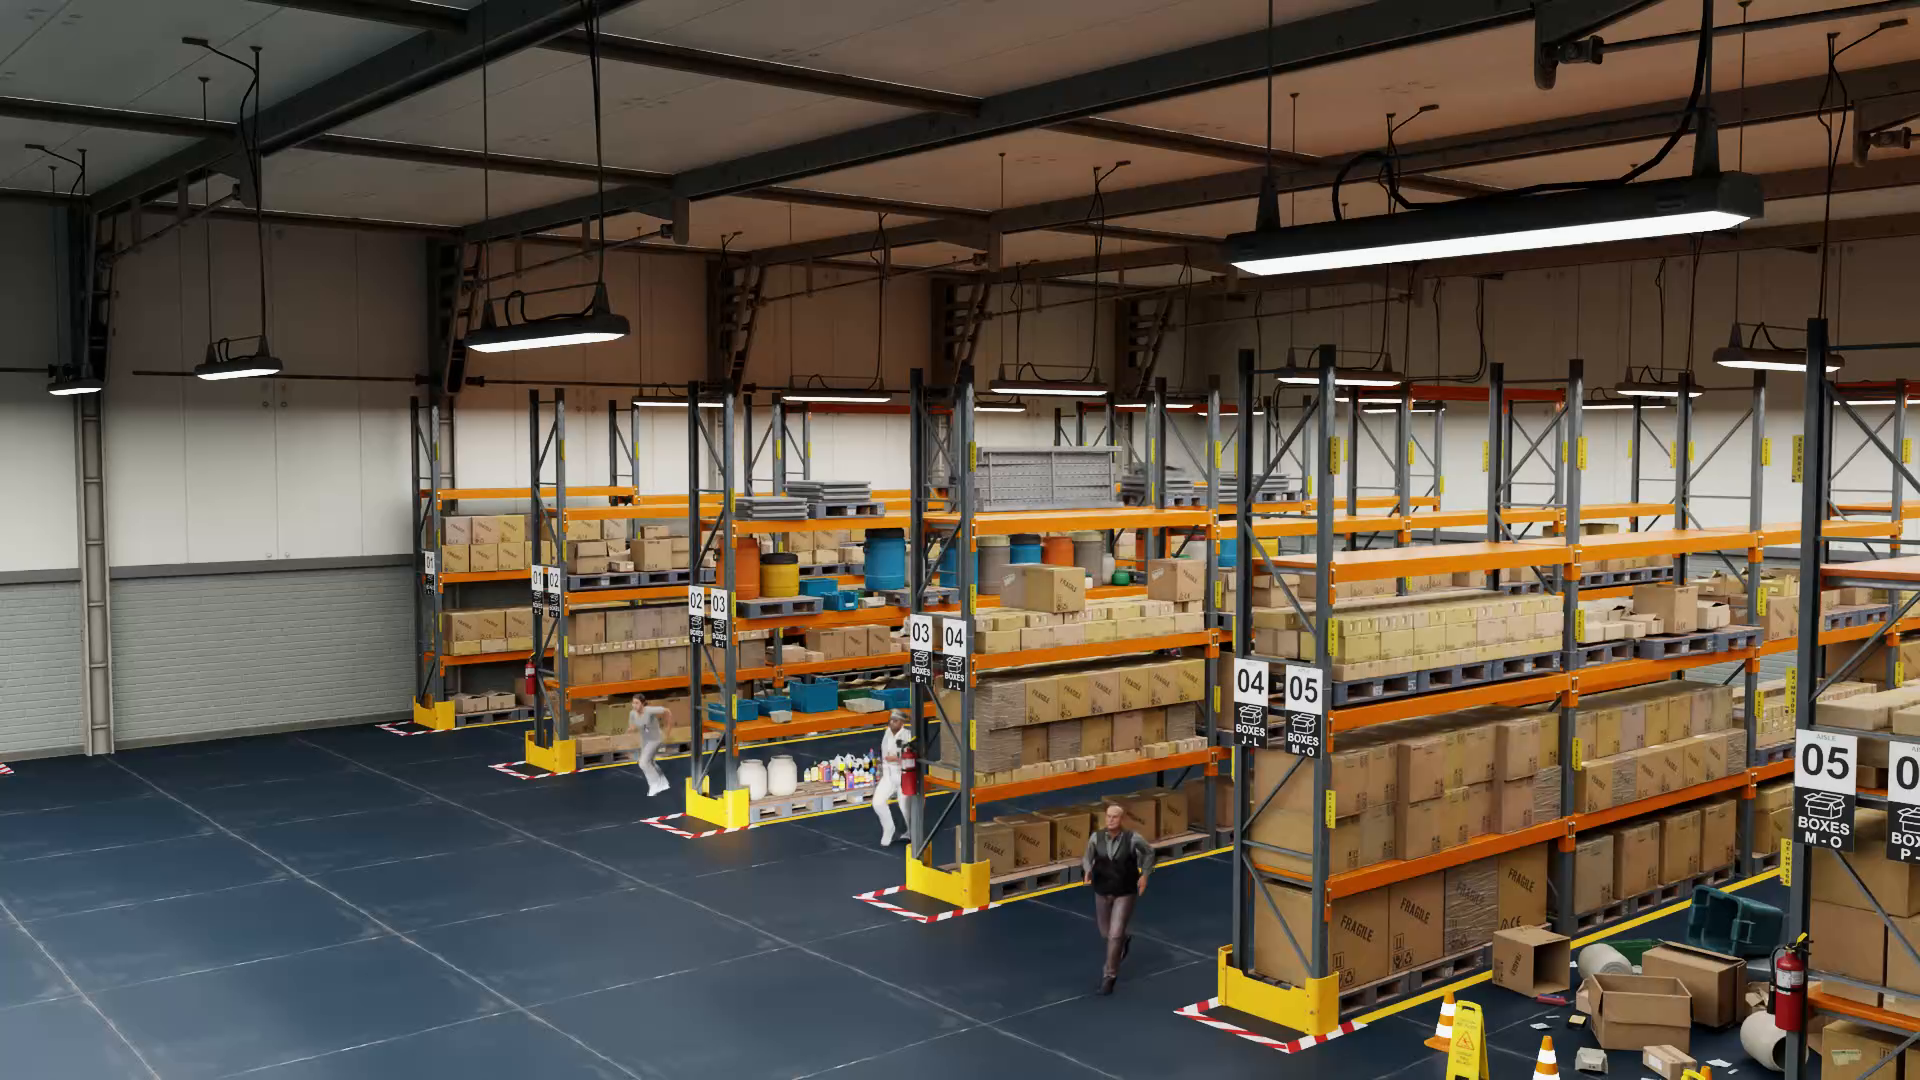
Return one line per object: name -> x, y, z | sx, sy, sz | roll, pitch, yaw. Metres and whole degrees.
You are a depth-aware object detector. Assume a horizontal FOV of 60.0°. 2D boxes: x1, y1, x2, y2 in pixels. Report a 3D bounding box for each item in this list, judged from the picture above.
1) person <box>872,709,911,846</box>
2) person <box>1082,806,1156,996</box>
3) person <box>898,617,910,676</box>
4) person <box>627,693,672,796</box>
person -> -0.772, 3.041, 21.291 | 0.643, 1.810, 0.783 | 2, 4, 32
person -> 1.502, 3.392, 15.899 | 0.684, 1.735, 0.901 | 1, 4, 21
person -> -0.964, 2.076, 33.016 | 0.705, 1.753, 0.618 | 3, 5, 43
person -> -4.476, 2.956, 24.113 | 0.584, 1.535, 0.911 | 2, 4, 26
